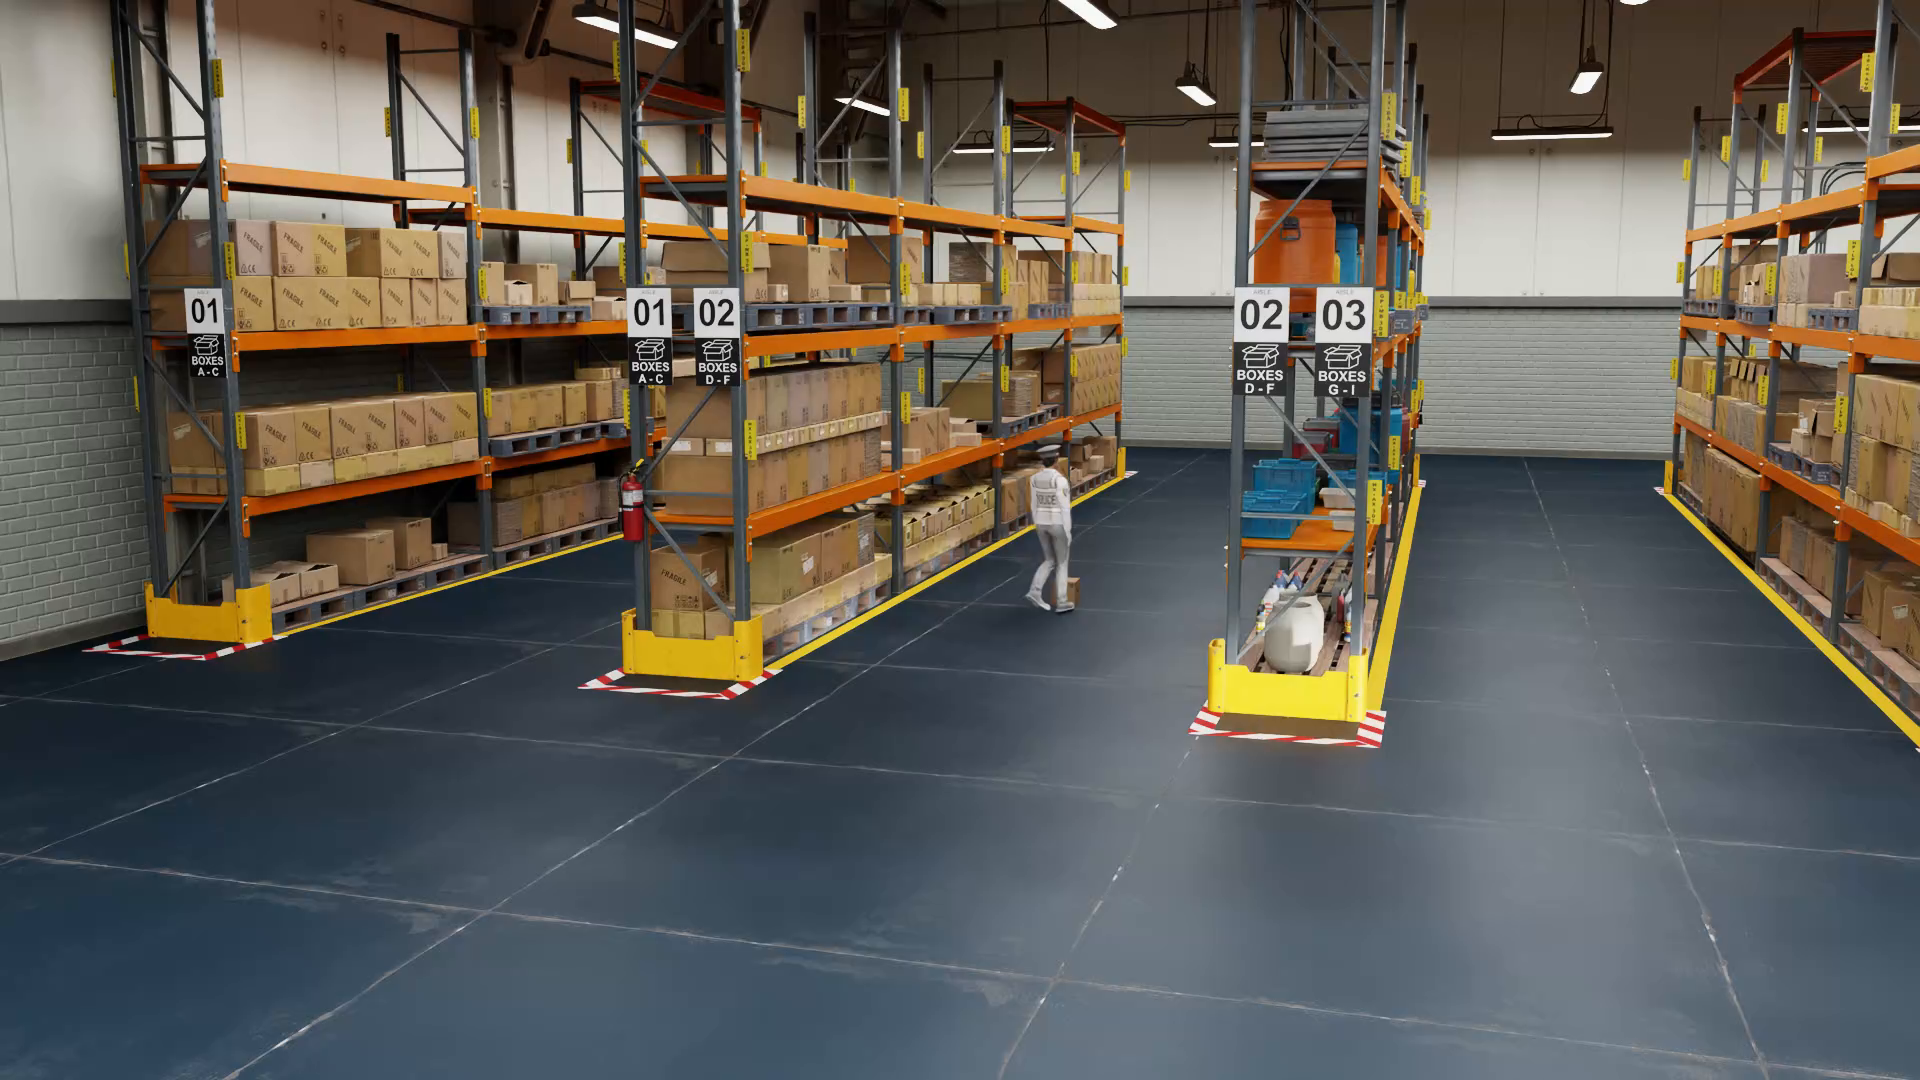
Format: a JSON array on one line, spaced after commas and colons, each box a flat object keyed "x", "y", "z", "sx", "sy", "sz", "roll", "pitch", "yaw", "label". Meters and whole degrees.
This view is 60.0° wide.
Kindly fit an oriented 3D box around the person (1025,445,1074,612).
[{"x": 0.929, "y": -0.114, "z": 16.521, "sx": 0.503, "sy": 1.656, "sz": 0.504, "roll": 8, "pitch": 11, "yaw": 42, "label": "person"}]
